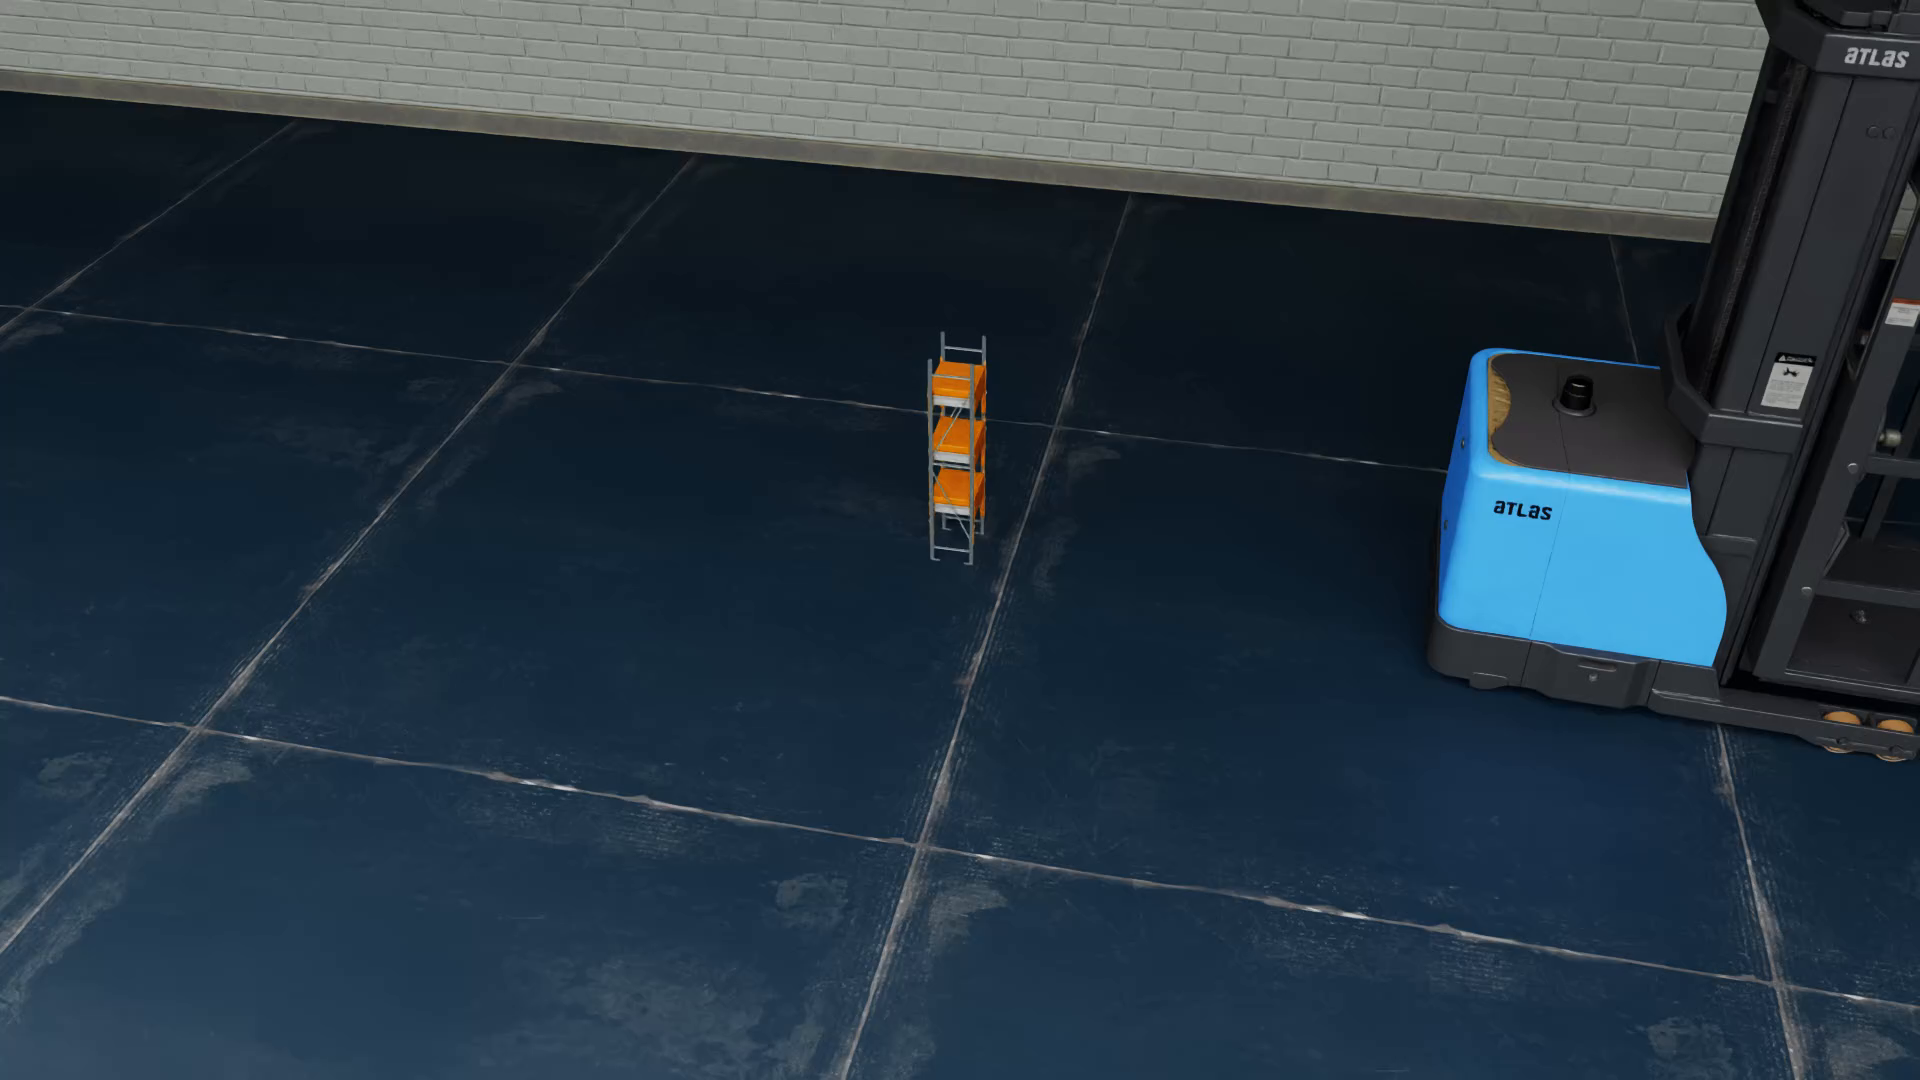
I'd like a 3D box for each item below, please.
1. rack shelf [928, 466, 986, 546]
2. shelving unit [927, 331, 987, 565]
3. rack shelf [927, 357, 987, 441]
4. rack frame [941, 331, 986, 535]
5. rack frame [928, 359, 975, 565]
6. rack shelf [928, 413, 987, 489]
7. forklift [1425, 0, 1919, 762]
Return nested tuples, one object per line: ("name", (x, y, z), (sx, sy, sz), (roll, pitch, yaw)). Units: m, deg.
("rack shelf", (-0.011, -0.161, 7.569), (0.215, 0.259, 0.240), (7, 37, 10))
("shelving unit", (-0.011, -0.394, 7.400), (0.215, 1.050, 0.252), (7, 37, 10))
("rack shelf", (-0.011, -0.616, 7.239), (0.215, 0.259, 0.240), (7, 37, 10))
("rack frame", (0.015, -0.464, 7.496), (0.200, 1.050, 0.008), (7, 37, 10))
("rack frame", (-0.038, -0.324, 7.303), (0.200, 1.050, 0.008), (7, 37, 10))
("rack shelf", (-0.011, -0.386, 7.406), (0.215, 0.259, 0.240), (7, 37, 10))
("forklift", (3.518, -0.661, 6.164), (3.031, 2.935, 1.130), (9, 37, 12))
